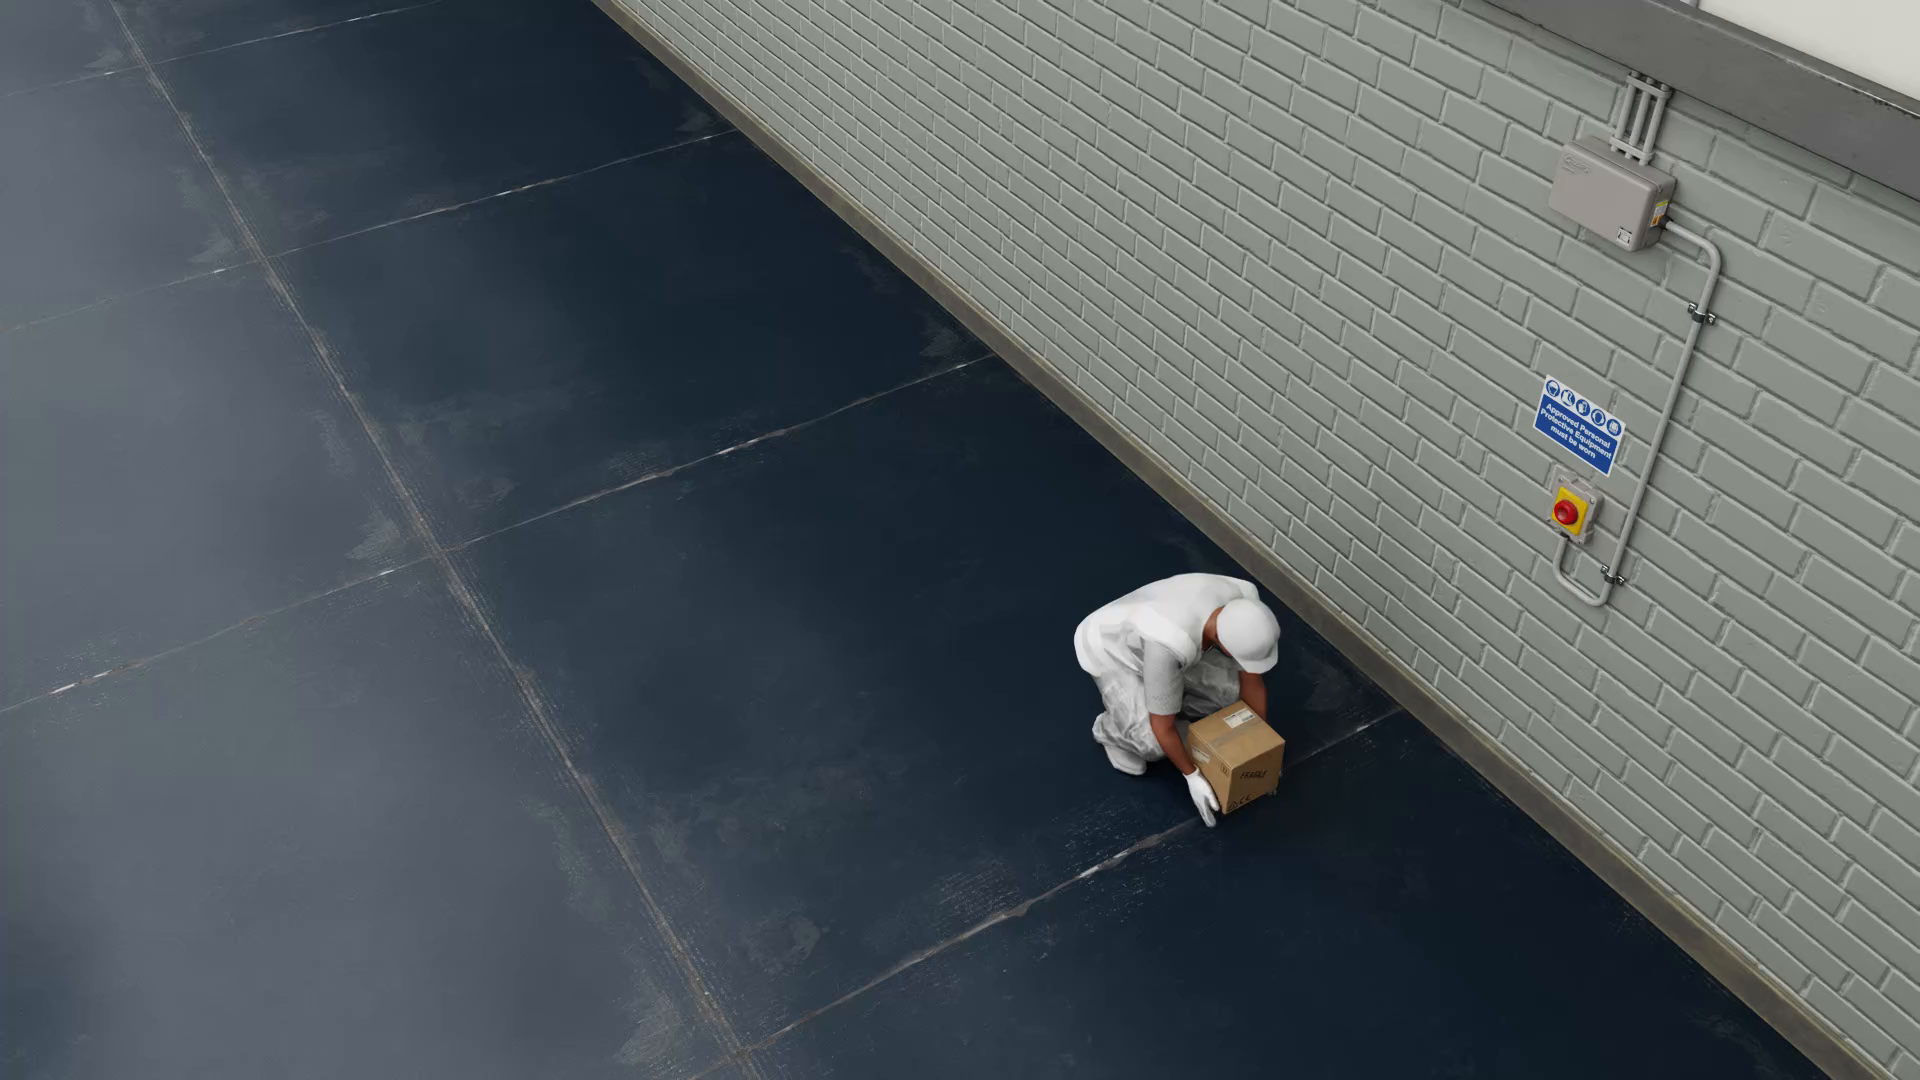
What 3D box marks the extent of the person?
[{"bbox_3d":[0.833,0.479,6.195,0.565,0.996,0.899,-23,45,-25],"label":"person"}]
